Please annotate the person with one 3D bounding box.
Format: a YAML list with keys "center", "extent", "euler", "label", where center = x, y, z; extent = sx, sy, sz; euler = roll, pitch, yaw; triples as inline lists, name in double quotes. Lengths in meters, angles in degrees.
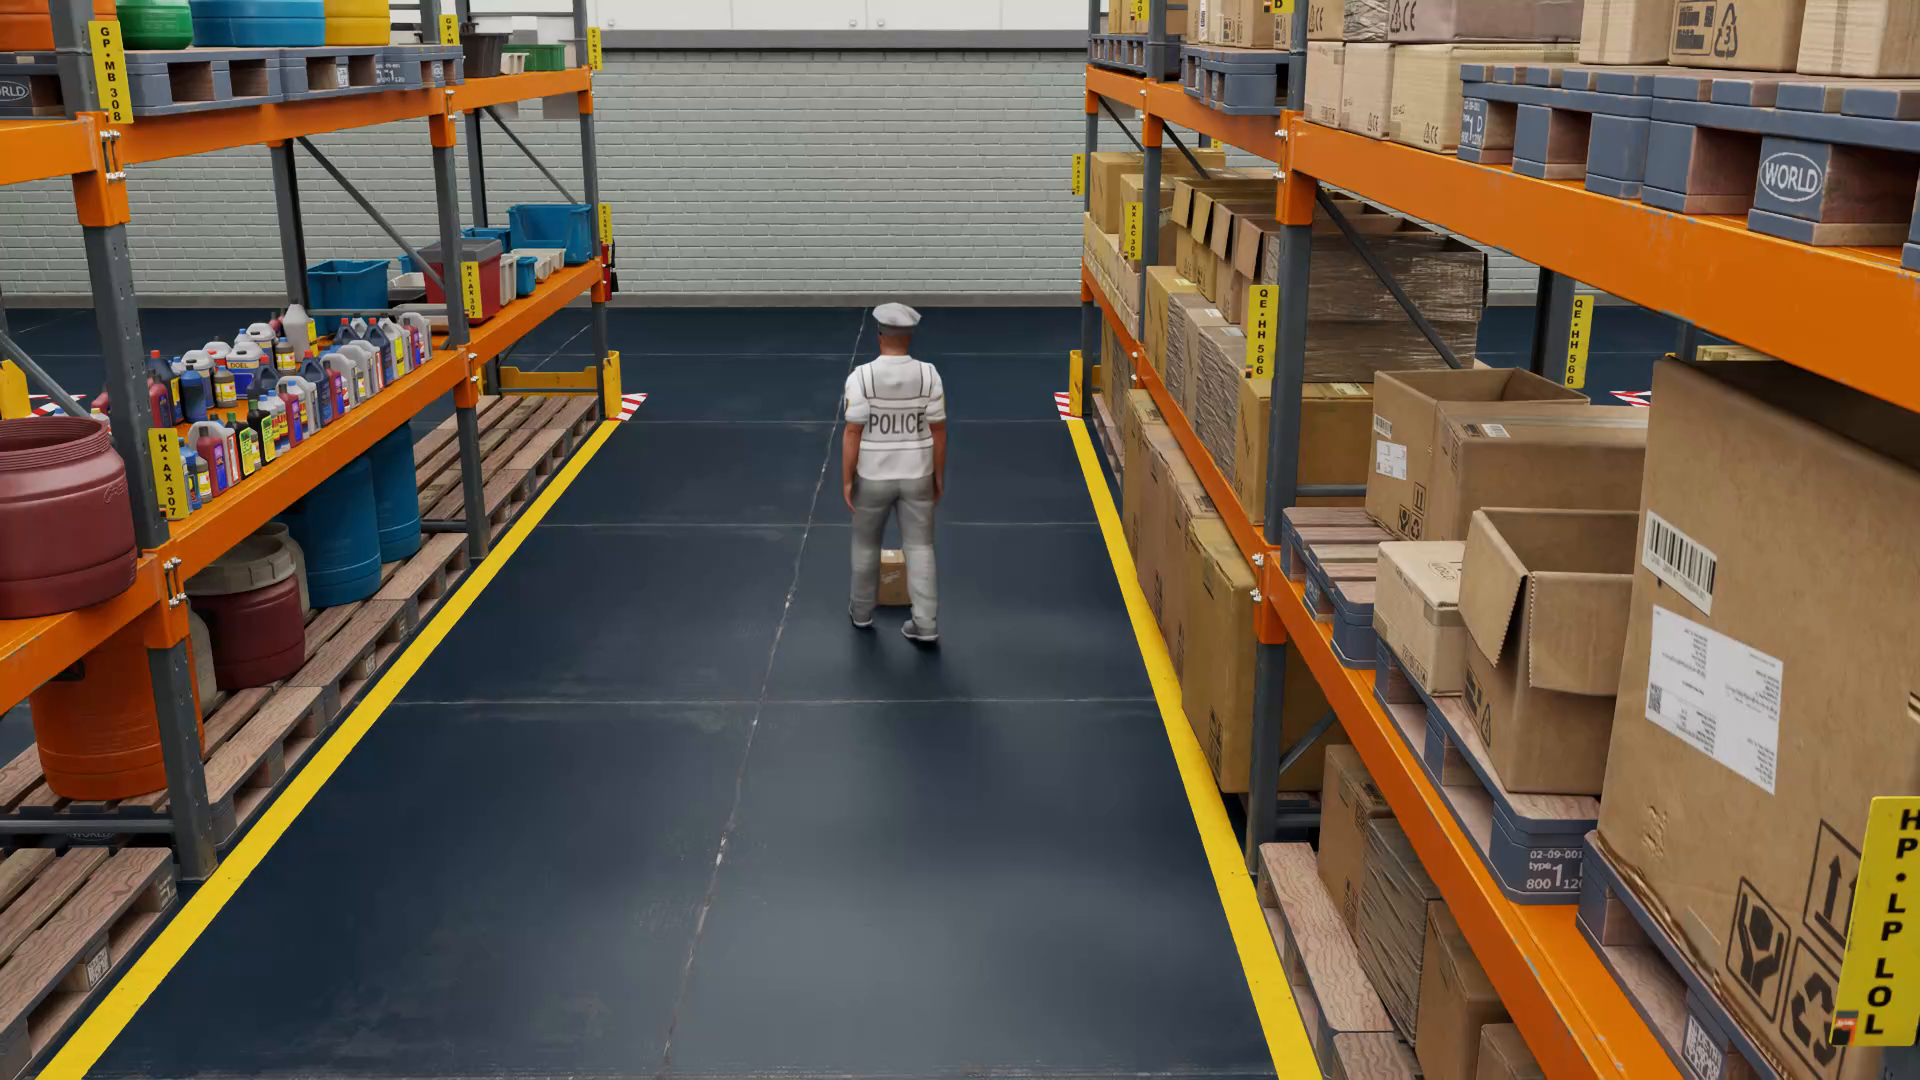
- center: [-0.360, -0.363, 8.693]
  extent: [0.548, 1.761, 0.697]
  euler: [-4, 17, -12]
  label: "person"
